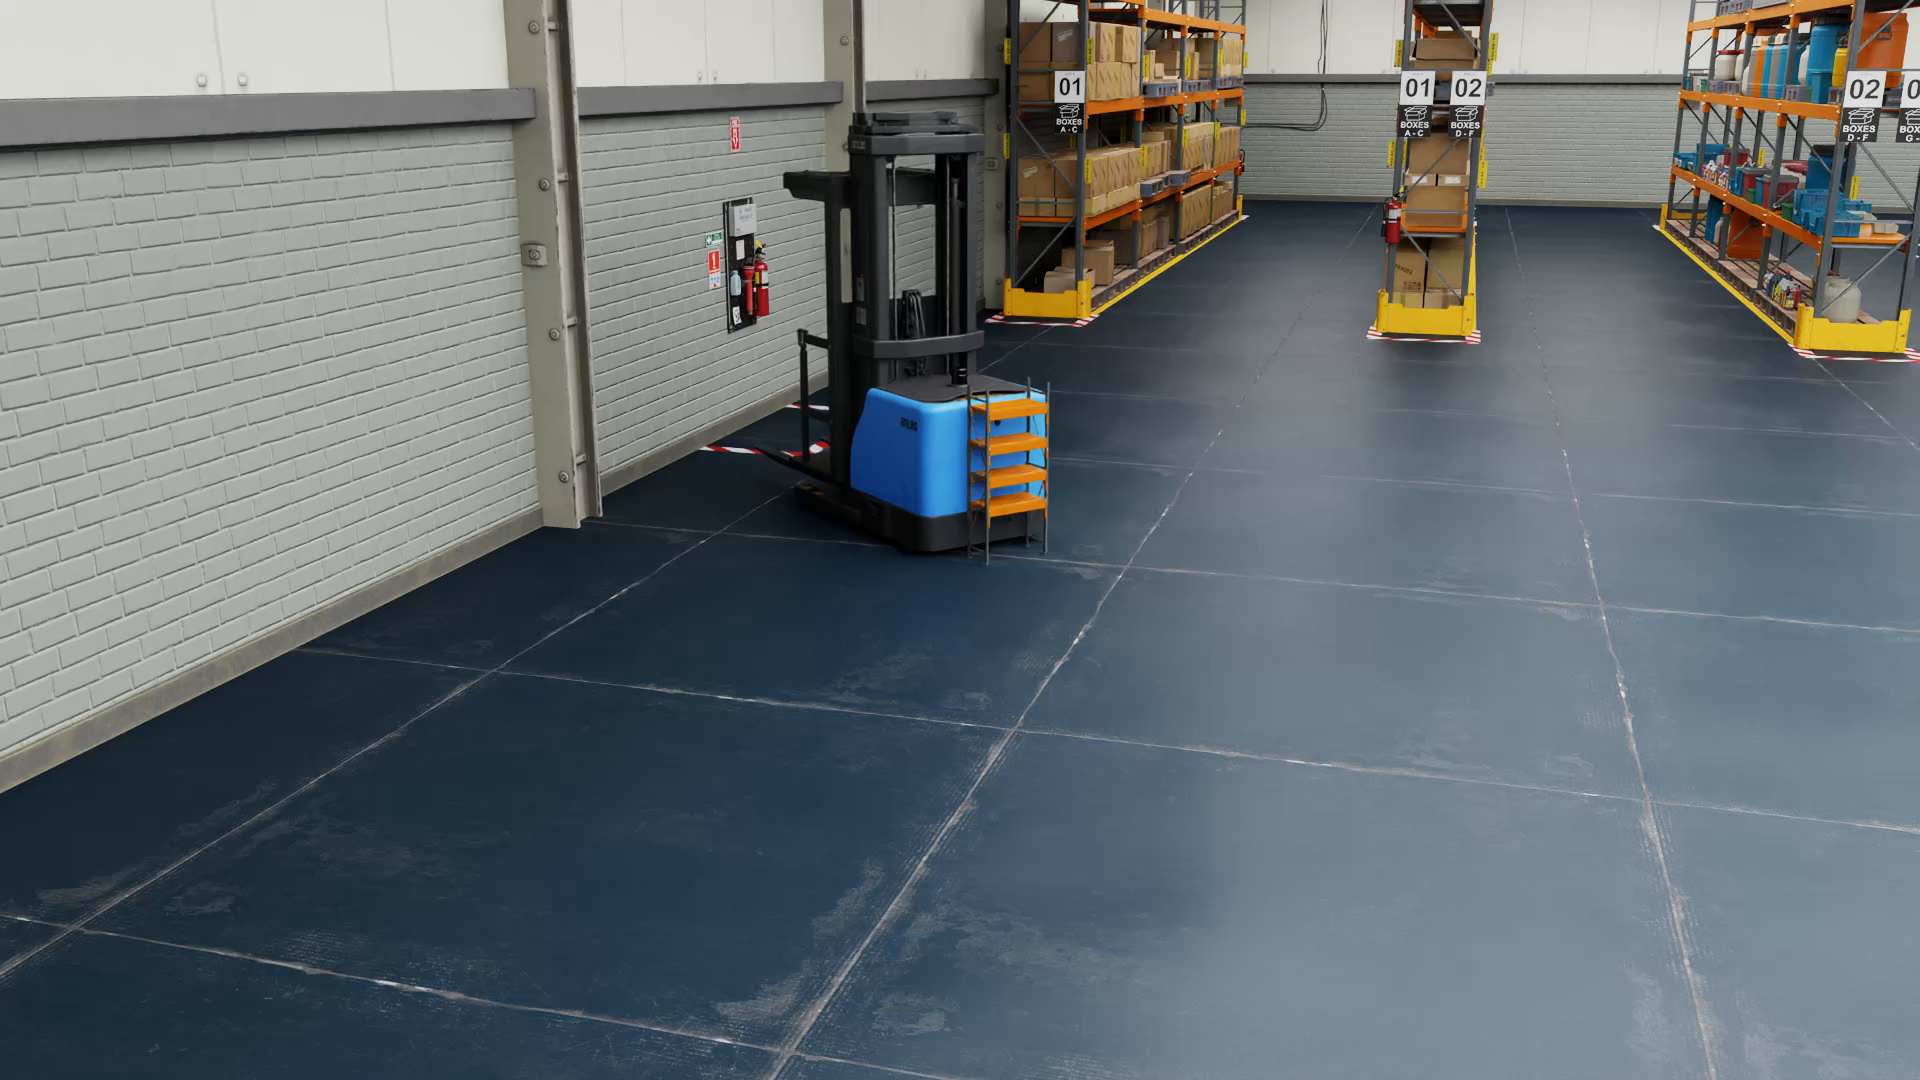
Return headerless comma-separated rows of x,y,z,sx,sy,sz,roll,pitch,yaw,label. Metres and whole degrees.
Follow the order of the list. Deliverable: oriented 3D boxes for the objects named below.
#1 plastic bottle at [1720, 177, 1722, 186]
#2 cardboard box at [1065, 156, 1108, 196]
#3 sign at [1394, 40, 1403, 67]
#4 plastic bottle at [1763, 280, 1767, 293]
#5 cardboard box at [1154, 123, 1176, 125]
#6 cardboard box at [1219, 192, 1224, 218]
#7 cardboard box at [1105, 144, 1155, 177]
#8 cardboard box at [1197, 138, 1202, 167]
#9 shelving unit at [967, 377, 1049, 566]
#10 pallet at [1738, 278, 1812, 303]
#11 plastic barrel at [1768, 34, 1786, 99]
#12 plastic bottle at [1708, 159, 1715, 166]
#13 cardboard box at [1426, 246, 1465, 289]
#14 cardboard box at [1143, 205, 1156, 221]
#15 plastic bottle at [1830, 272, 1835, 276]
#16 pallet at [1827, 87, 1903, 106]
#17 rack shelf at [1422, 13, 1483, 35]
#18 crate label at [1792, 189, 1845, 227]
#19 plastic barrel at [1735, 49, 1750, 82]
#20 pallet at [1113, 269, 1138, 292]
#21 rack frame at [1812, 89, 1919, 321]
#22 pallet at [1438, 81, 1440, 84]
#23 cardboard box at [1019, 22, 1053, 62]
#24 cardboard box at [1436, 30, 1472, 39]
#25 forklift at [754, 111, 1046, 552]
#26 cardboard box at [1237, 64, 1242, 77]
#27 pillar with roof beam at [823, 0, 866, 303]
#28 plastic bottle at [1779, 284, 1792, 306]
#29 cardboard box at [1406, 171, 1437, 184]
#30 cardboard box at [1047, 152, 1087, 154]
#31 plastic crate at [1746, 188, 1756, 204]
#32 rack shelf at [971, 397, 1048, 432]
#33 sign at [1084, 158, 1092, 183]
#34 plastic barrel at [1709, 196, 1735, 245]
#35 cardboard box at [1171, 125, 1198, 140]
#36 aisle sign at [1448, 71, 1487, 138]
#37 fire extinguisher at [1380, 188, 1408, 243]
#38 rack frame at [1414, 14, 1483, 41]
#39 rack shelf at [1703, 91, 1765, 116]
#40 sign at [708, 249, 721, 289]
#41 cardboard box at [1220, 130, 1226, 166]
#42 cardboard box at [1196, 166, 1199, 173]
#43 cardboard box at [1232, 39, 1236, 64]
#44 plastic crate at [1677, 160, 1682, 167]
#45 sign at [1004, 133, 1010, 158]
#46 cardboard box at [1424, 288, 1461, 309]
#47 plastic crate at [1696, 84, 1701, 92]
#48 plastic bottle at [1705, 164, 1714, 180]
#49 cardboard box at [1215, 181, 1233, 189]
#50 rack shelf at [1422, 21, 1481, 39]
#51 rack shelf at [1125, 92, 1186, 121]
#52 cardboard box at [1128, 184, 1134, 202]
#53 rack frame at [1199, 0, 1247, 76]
12.889,-6.064,28.075,0.097,0.201,0.097,0,16,0,plastic bottle
1.730,-5.008,22.851,0.500,0.500,0.500,5,16,16,cardboard box
5.391,-5.973,20.415,0.100,0.325,0.005,5,16,16,sign
11.252,-3.547,23.159,0.097,0.201,0.097,0,16,0,plastic bottle
3.906,-7.811,31.732,0.500,0.250,0.500,4,16,14,cardboard box
5.171,-7.071,35.074,0.700,0.500,0.500,5,17,17,cardboard box
2.793,-6.236,27.330,0.700,0.500,0.500,7,17,24,cardboard box
4.254,-7.283,31.245,0.500,0.500,0.500,5,17,17,cardboard box
0.325,-0.468,11.281,0.503,1.200,0.258,-10,19,-32,shelving unit
11.978,-3.624,24.221,1.003,0.211,1.213,5,16,16,pallet
11.914,-6.763,23.759,0.600,0.901,0.600,0,16,0,plastic barrel
13.643,-6.749,30.218,0.144,0.351,0.185,5,16,16,plastic bottle
6.413,-3.590,21.885,0.500,0.500,0.500,5,16,16,cardboard box
3.053,-5.605,28.495,0.500,0.250,0.500,5,17,17,cardboard box
11.831,-3.454,22.557,0.144,0.351,0.185,4,16,13,plastic bottle
10.984,-5.272,19.769,1.003,0.211,1.213,5,16,16,pallet
7.612,-8.013,25.642,1.077,0.370,4.000,5,16,16,rack shelf
10.919,-4.230,21.183,0.502,0.435,0.616,5,16,16,crate label
13.288,-7.990,27.986,0.433,0.535,0.433,0,16,0,plastic barrel
2.136,-4.006,25.565,1.003,0.211,1.213,5,16,16,pallet
10.655,-3.711,19.416,1.000,3.000,0.127,5,16,16,rack frame
6.826,-6.318,23.272,1.003,0.211,1.213,5,16,16,pallet
1.028,-6.594,22.031,0.500,0.500,0.500,5,17,18,cardboard box
7.257,-7.235,24.473,0.500,0.500,0.500,5,17,17,cardboard box
-0.608,-1.676,12.366,1.130,2.935,3.031,-10,19,-31,forklift
5.750,-10.074,35.675,0.500,0.250,0.500,5,17,18,cardboard box
2.948,-5.712,15.477,9.100,9.000,0.400,5,16,16,pillar with roof beam
10.894,-3.227,21.894,0.152,0.276,0.135,4,16,14,plastic bottle
5.906,-4.640,21.318,0.380,0.149,0.250,5,17,17,cardboard box
1.525,-5.316,23.937,0.500,0.500,0.500,5,17,17,cardboard box
12.016,-5.133,24.818,0.450,0.188,0.662,5,16,16,plastic crate
0.325,-0.846,11.174,0.480,0.148,0.258,-10,19,-32,rack shelf
1.677,-4.854,21.858,0.100,0.325,0.005,5,16,16,sign
13.693,-5.717,29.563,0.600,0.901,0.708,5,16,16,plastic barrel
4.096,-7.504,30.651,0.500,0.250,0.500,5,17,16,cardboard box
6.182,-5.306,20.274,0.394,0.787,0.004,5,16,16,aisle sign
5.428,-4.064,20.802,0.296,0.674,0.183,5,16,16,fire extinguisher
7.044,-8.029,23.644,1.000,3.000,0.127,5,16,16,rack frame
13.497,-7.424,28.328,1.077,0.370,4.000,5,16,16,rack shelf
-2.174,-2.397,14.716,0.001,0.329,0.234,5,16,16,sign
4.949,-8.094,34.320,0.980,0.700,0.700,4,16,14,cardboard box
4.339,-7.068,31.675,0.380,0.149,0.250,4,16,14,cardboard box
5.464,-10.167,34.628,0.500,0.500,0.500,4,16,13,cardboard box
14.453,-7.505,33.165,0.250,0.136,0.298,5,16,16,plastic crate
0.630,-5.237,22.093,0.100,0.325,0.005,5,16,16,sign
6.273,-3.098,21.525,0.500,0.250,0.500,5,16,16,cardboard box
14.062,-8.529,31.388,0.293,0.136,0.466,5,16,16,plastic crate
13.464,-6.603,29.841,0.152,0.276,0.135,5,16,16,plastic bottle
5.739,-7.738,36.236,0.380,0.149,0.250,4,16,15,cardboard box
8.749,-9.060,29.331,1.077,0.370,4.000,5,16,16,rack shelf
2.862,-7.146,27.347,1.077,0.370,4.000,5,16,16,rack shelf
2.300,-5.186,24.855,0.500,0.250,0.500,5,17,16,cardboard box
5.703,-11.551,36.064,1.000,3.000,0.127,5,16,16,rack frame
